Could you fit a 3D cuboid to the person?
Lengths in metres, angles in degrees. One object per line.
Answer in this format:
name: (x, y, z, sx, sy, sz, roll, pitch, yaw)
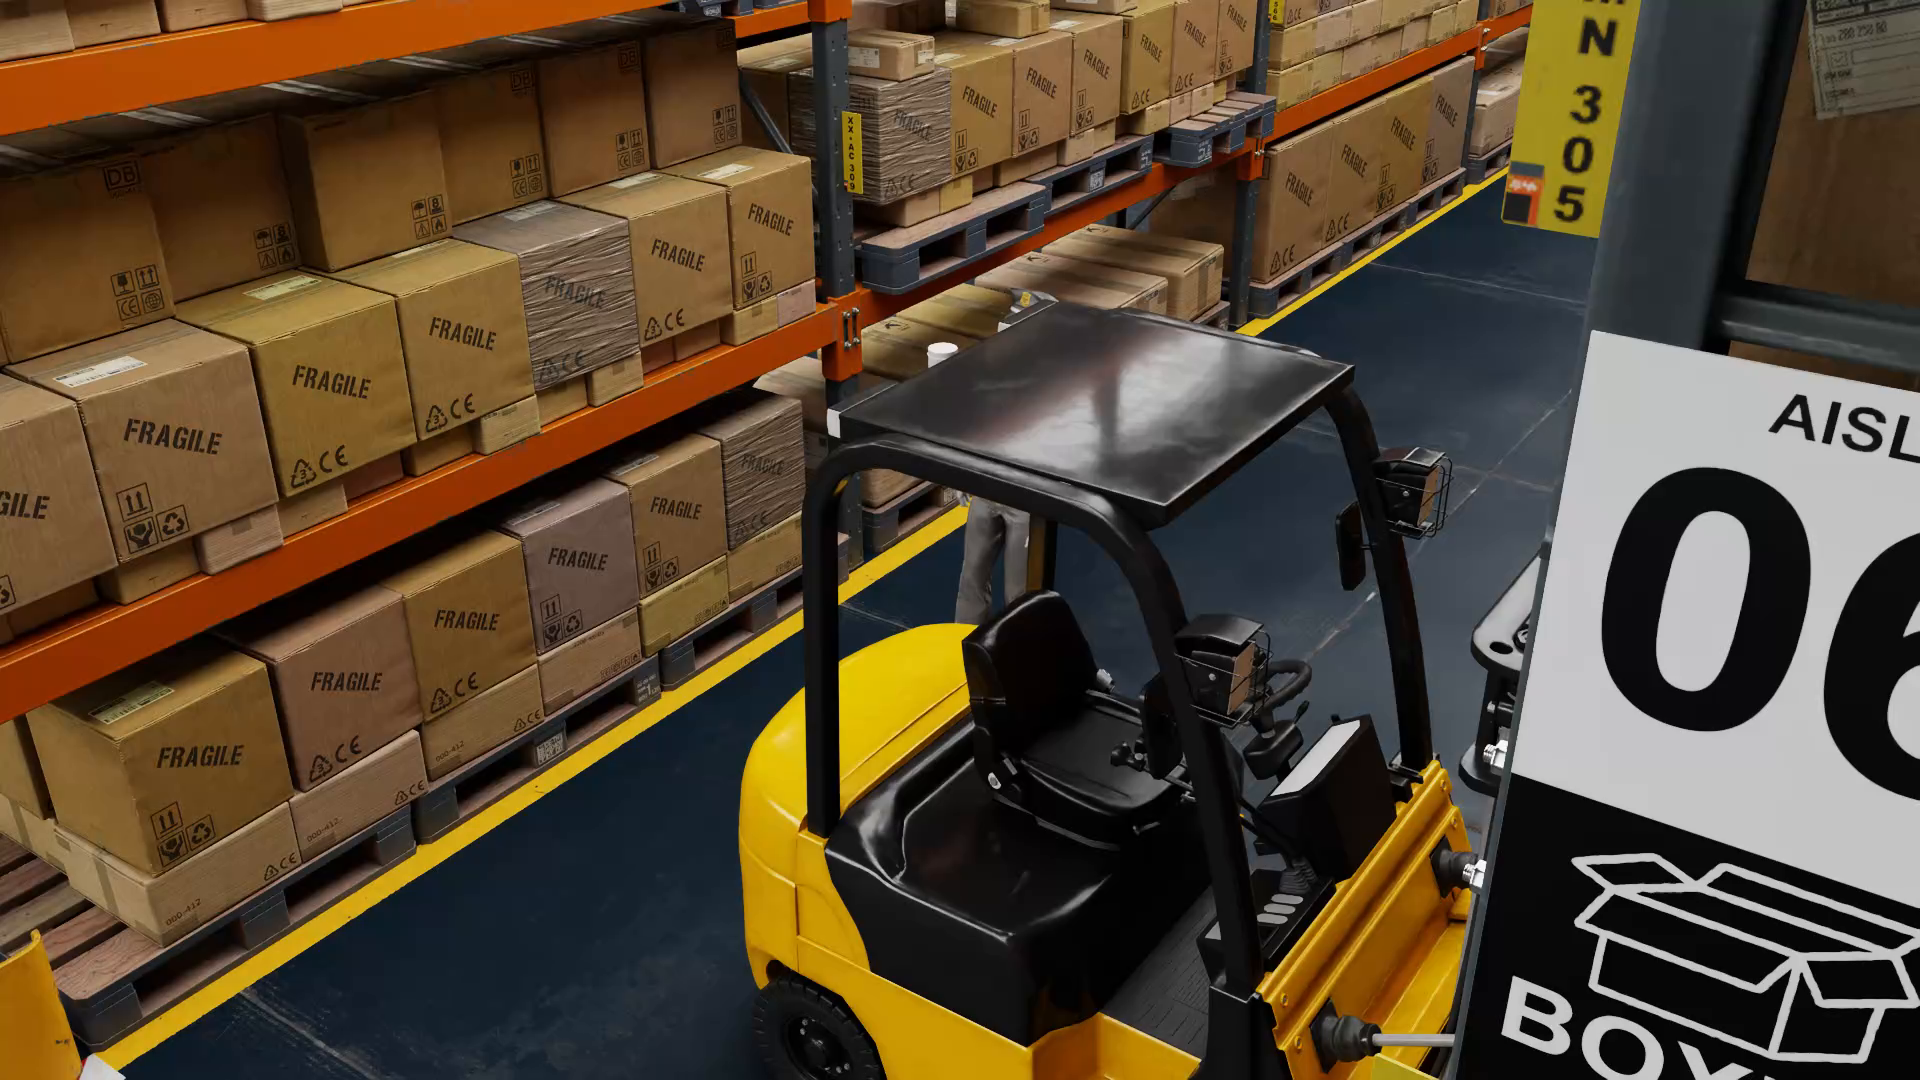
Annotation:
person: (0.154, -0.150, 6.353, 0.532, 1.695, 0.586, -19, 32, -32)
